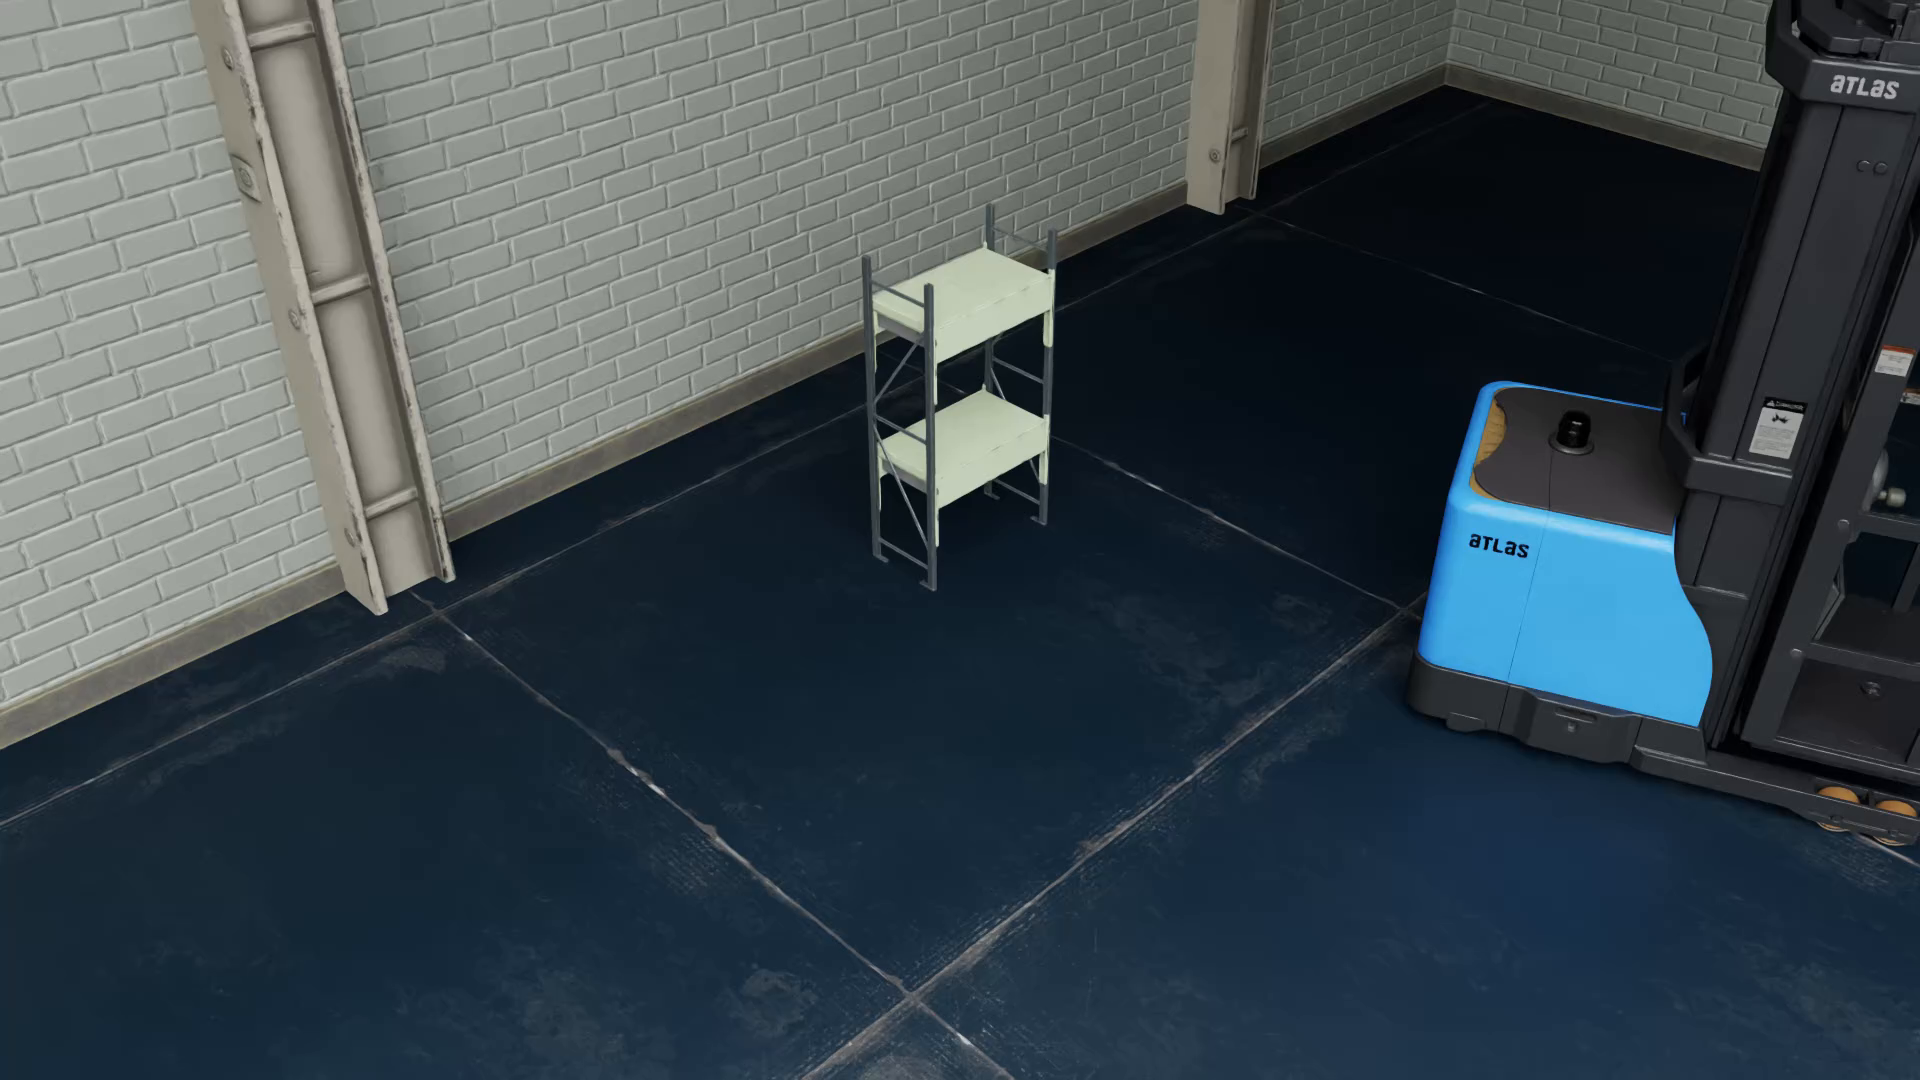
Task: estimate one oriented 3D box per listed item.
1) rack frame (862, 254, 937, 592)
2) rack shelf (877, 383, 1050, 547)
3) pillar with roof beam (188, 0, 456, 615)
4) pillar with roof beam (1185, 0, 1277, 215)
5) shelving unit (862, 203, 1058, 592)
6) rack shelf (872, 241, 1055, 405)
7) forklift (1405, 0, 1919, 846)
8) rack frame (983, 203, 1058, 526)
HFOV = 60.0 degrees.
[{"bbox_3d":[-0.253,-0.469,7.112,0.400,1.500,0.023,30,45,35],"label":"rack frame"},{"bbox_3d":[0.005,-0.350,7.511,0.431,0.370,0.720,30,45,35],"label":"rack shelf"},{"bbox_3d":[0.538,-1.765,2.415,9.100,9.000,0.400,30,45,35],"label":"pillar with roof beam"},{"bbox_3d":[4.765,-4.201,5.907,9.100,9.000,0.400,30,45,35],"label":"pillar with roof beam"},{"bbox_3d":[0.005,-0.618,7.325,0.431,1.500,0.755,30,45,35],"label":"shelving unit"},{"bbox_3d":[0.005,-0.938,7.102,0.431,0.370,0.720,30,45,35],"label":"rack shelf"},{"bbox_3d":[3.365,-0.422,5.793,3.031,2.935,1.130,13,37,18],"label":"forklift"},{"bbox_3d":[0.263,-0.766,7.538,0.400,1.500,0.023,30,45,35],"label":"rack frame"}]
